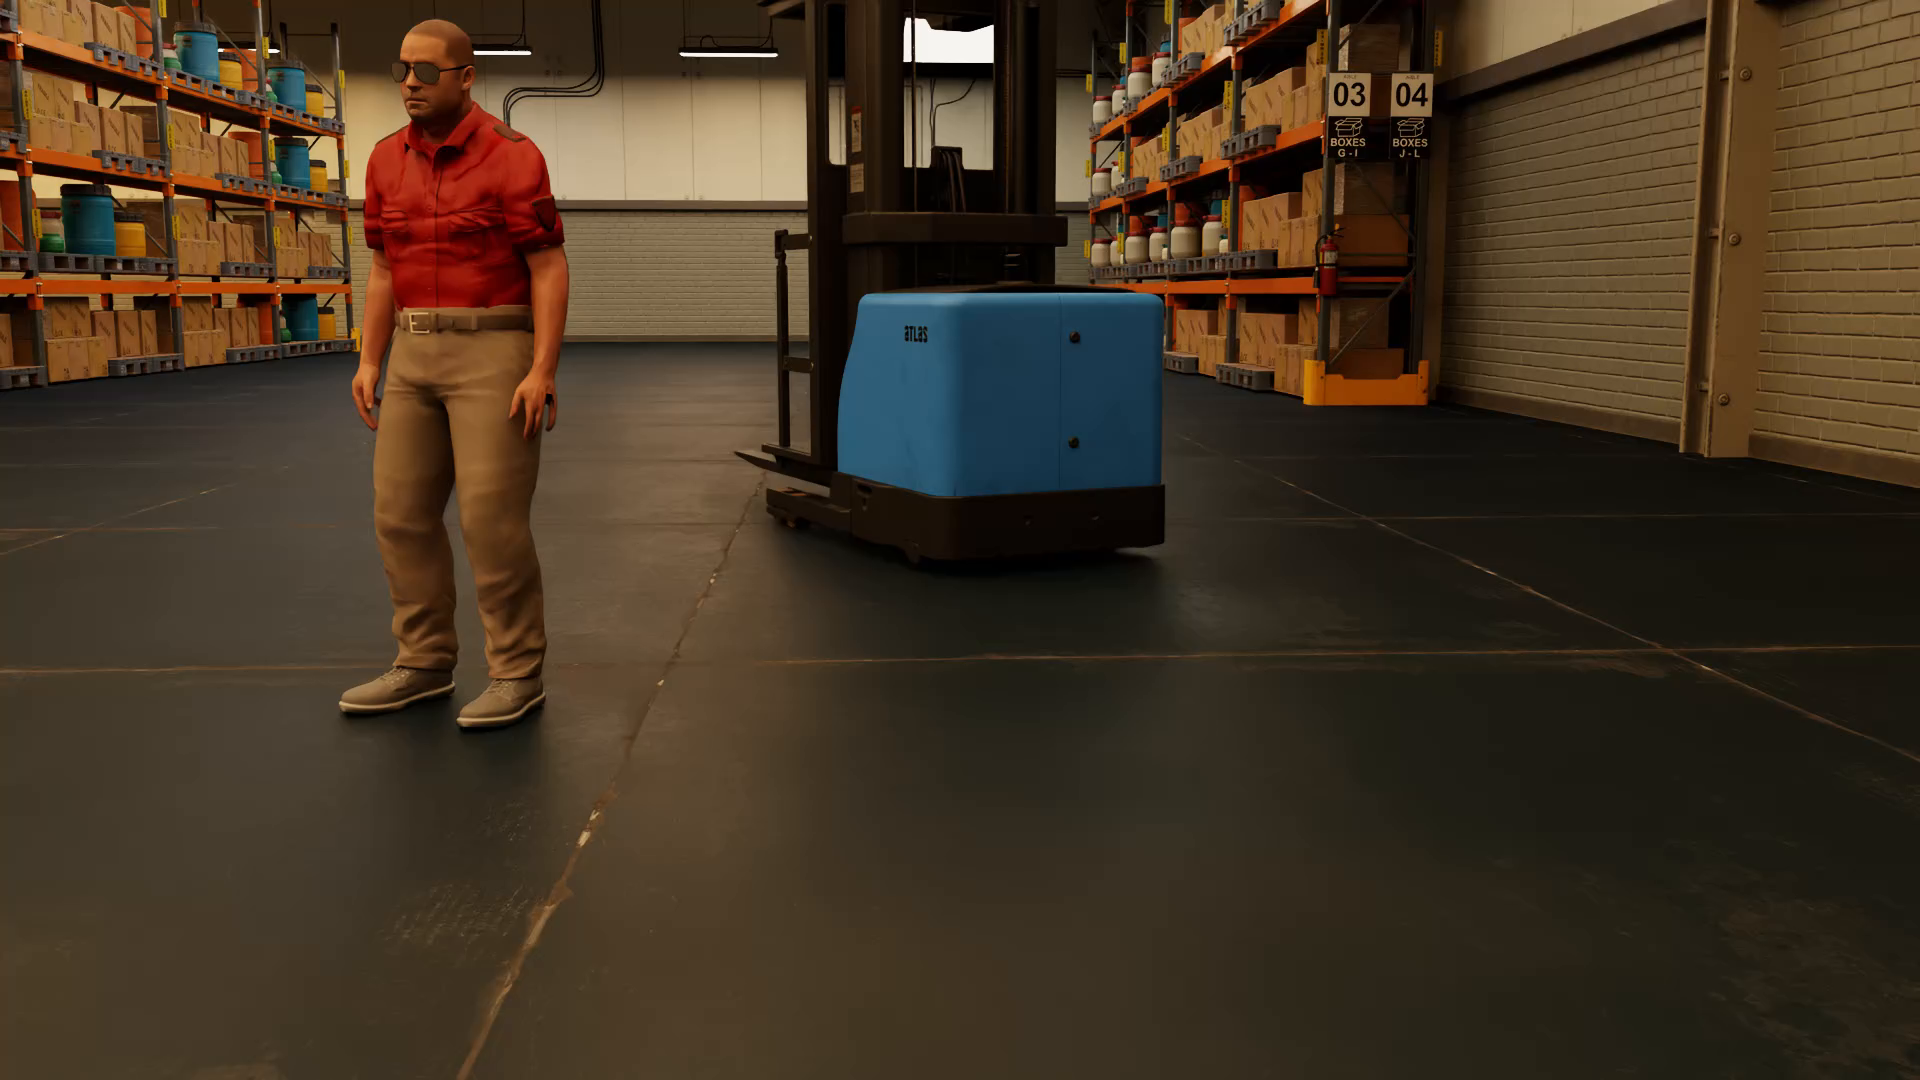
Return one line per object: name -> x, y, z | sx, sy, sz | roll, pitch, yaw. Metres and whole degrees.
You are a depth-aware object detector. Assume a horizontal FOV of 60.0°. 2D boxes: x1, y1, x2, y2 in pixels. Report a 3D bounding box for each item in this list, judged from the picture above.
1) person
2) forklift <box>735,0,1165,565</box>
person -> -1.275, -0.413, 4.206 | 0.604, 1.726, 0.399 | 3, 9, 21
forklift -> -0.264, -1.530, 7.637 | 1.130, 2.935, 3.031 | -4, 9, -25
